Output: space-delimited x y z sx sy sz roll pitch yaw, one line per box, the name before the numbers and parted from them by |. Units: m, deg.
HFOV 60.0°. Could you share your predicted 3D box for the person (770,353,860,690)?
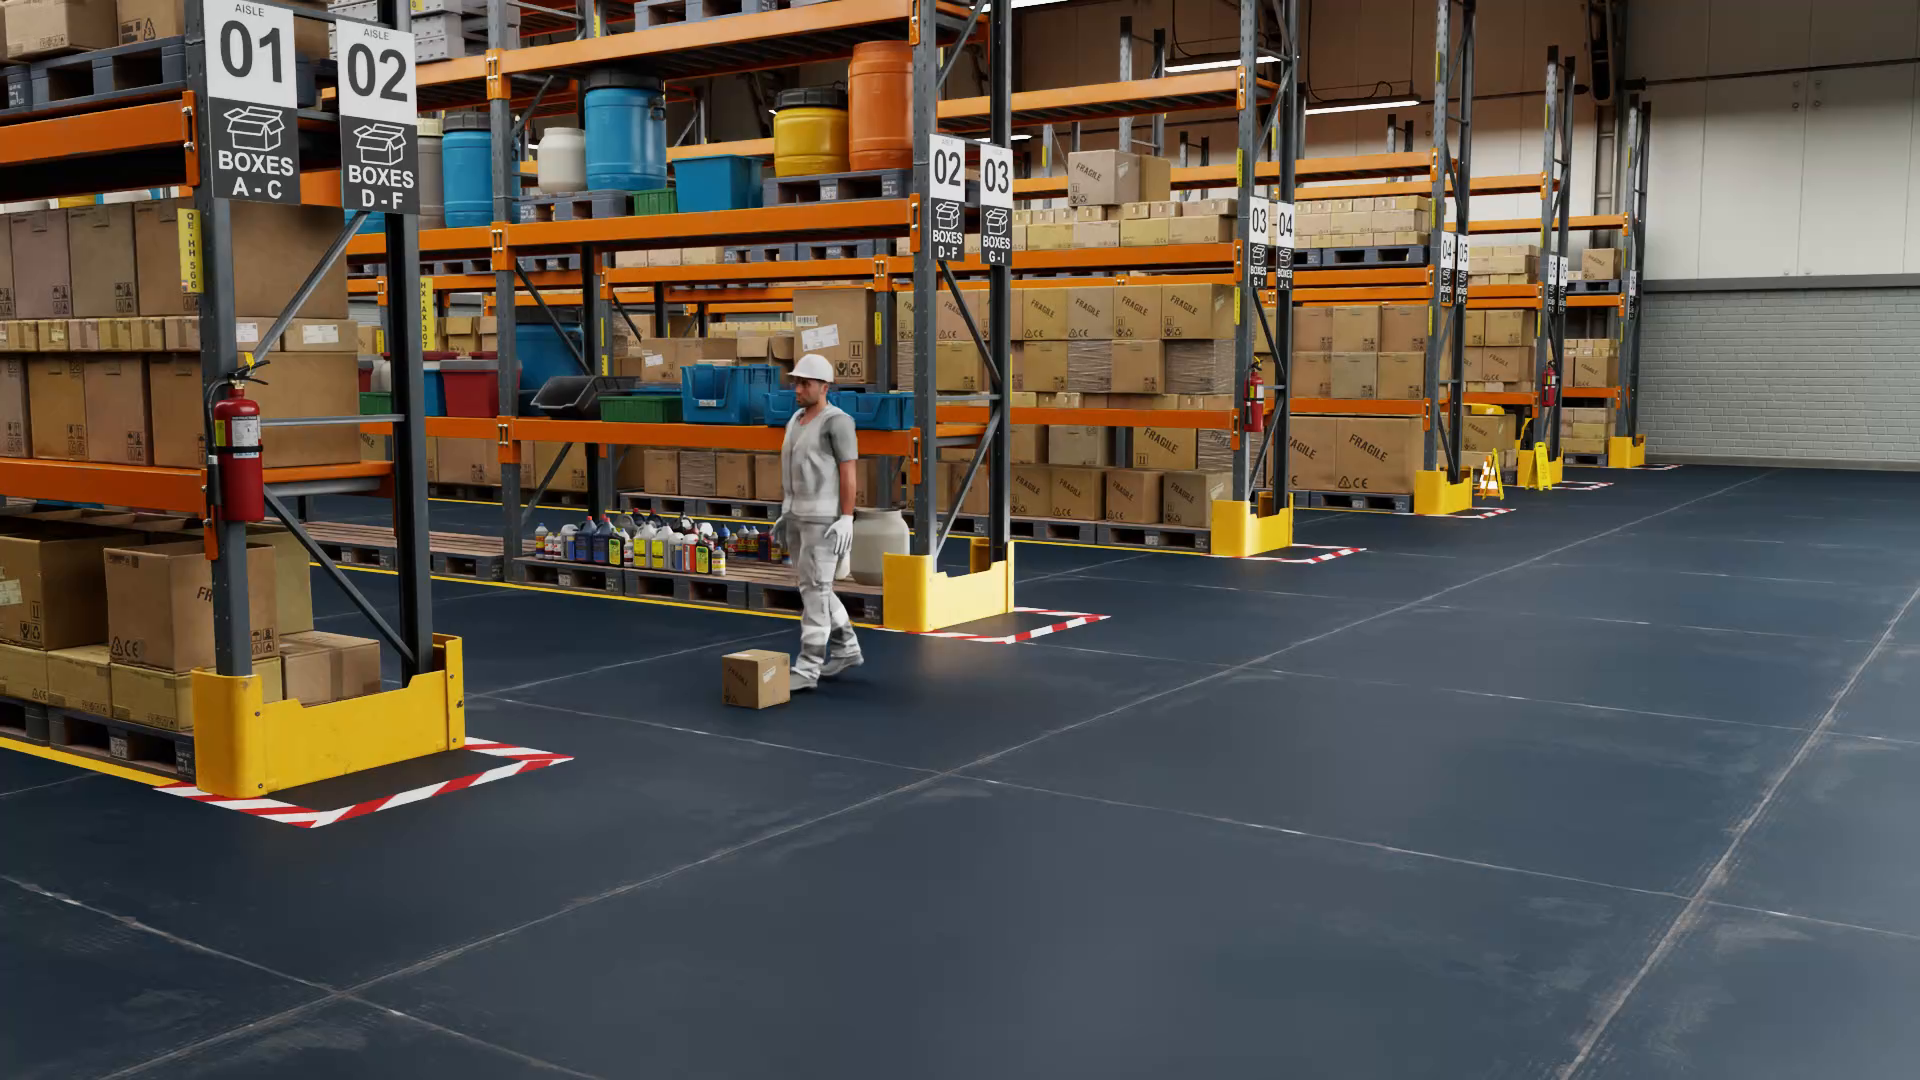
person | -0.760 -0.100 8.945 0.644 1.796 0.563 -5 8 -40
